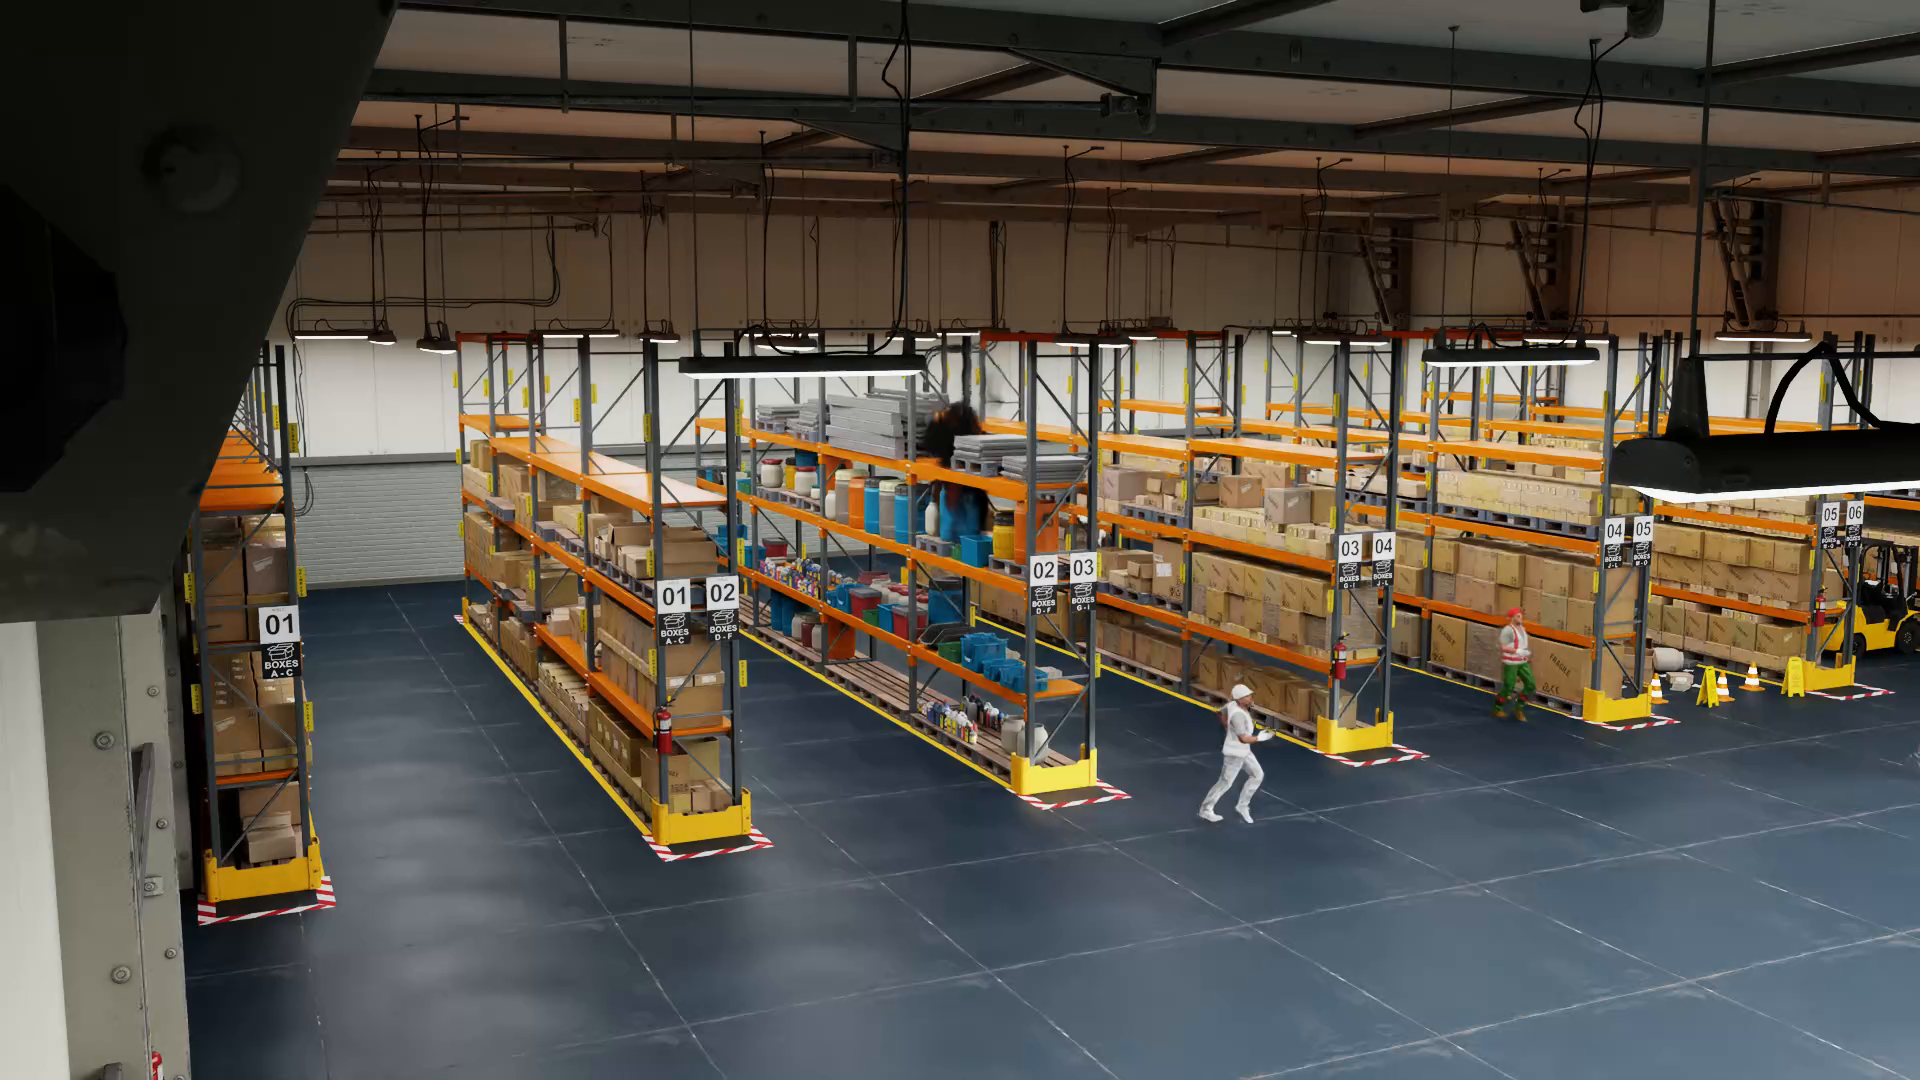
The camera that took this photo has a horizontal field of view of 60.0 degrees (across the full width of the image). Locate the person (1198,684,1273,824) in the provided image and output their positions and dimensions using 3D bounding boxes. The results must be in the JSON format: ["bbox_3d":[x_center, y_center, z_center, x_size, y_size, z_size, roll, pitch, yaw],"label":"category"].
[{"bbox_3d":[3.445,2.668,20.705,0.894,1.800,0.690,2,8,14],"label":"person"}]

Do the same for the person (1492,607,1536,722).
[{"bbox_3d":[8.690,1.957,25.994,0.636,1.827,0.665,-5,9,-34],"label":"person"}]

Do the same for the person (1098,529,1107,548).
[{"bbox_3d":[3.059,0.354,37.848,0.716,1.730,0.845,-1,8,-10],"label":"person"}]

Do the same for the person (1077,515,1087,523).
[{"bbox_3d":[2.915,-0.139,41.783,0.564,1.697,0.753,-1,8,-7],"label":"person"}]
